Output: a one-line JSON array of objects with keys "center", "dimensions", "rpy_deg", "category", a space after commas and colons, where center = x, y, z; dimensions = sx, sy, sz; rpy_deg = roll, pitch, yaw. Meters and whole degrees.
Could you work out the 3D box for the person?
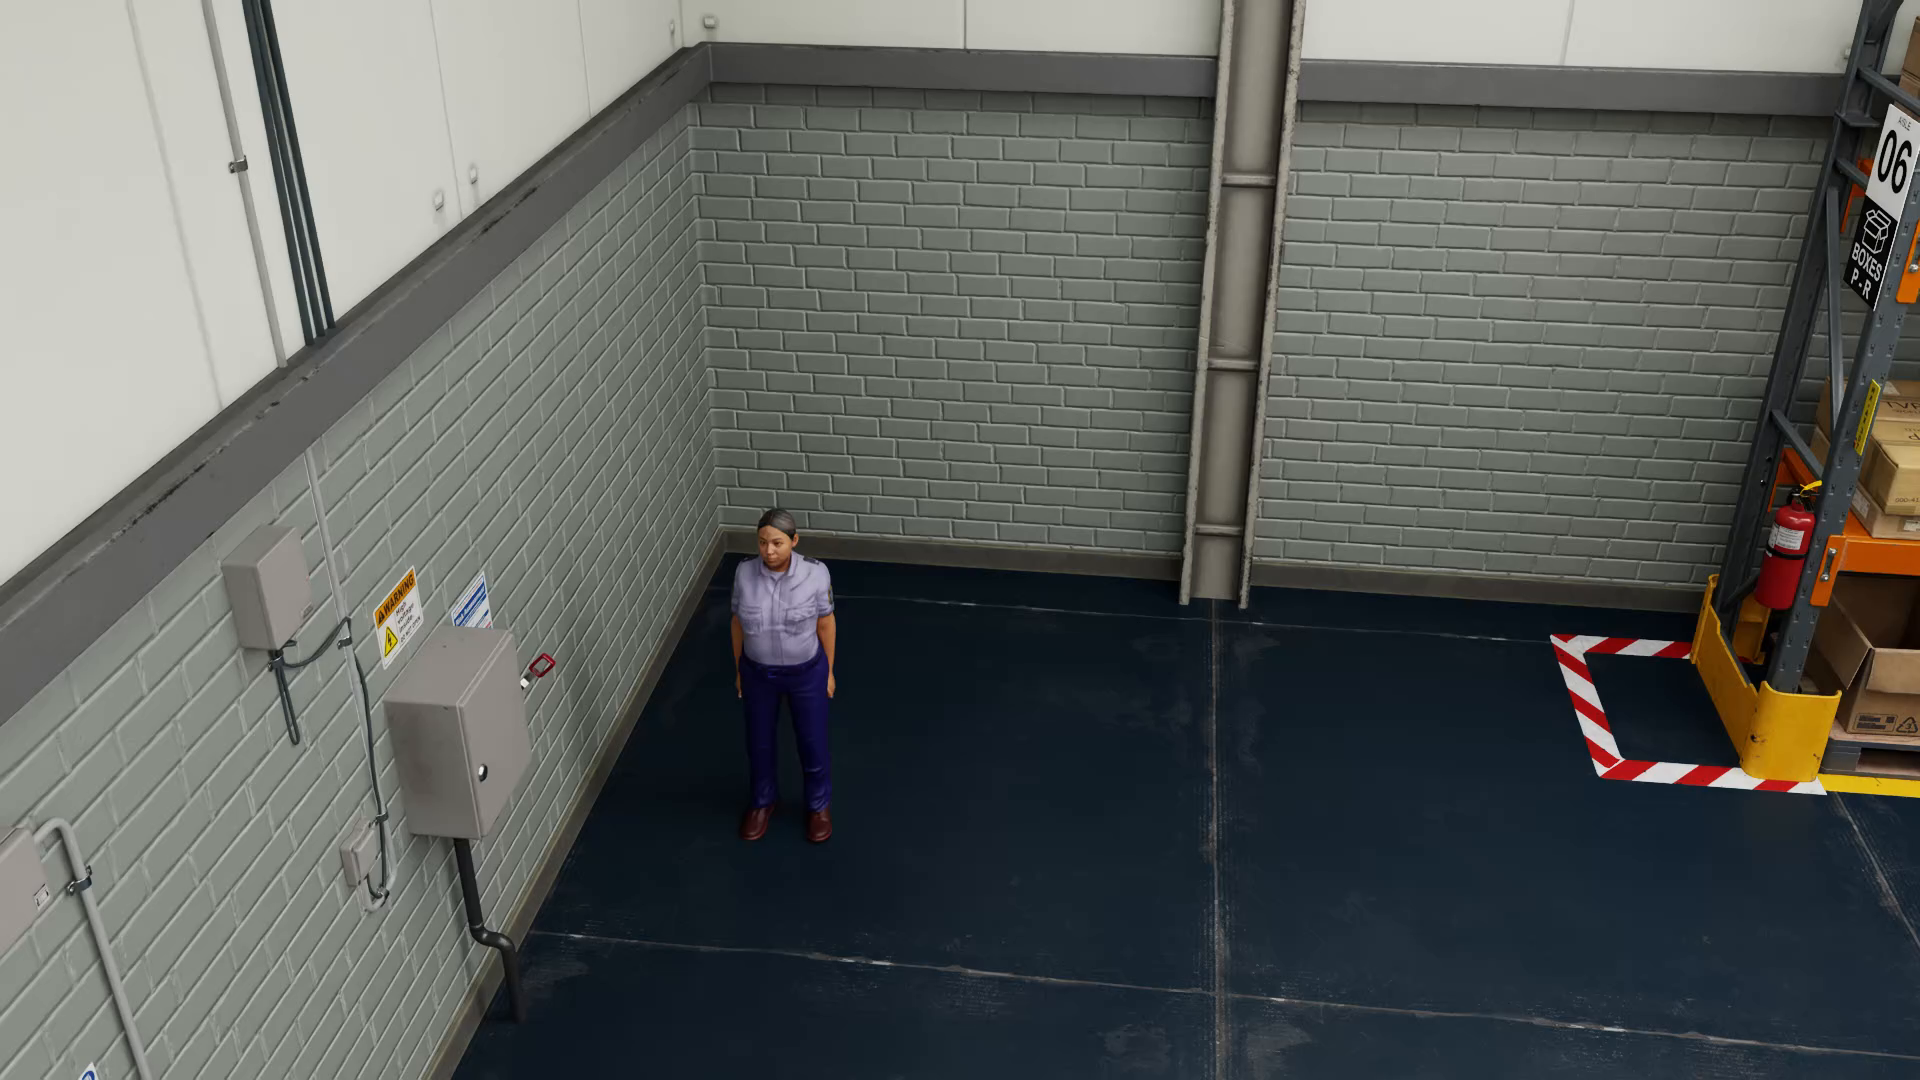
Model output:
[{"center": [-0.796, 0.614, 7.513], "dimensions": [0.471, 1.656, 0.344], "rpy_deg": [1, 29, 3], "category": "person"}]
